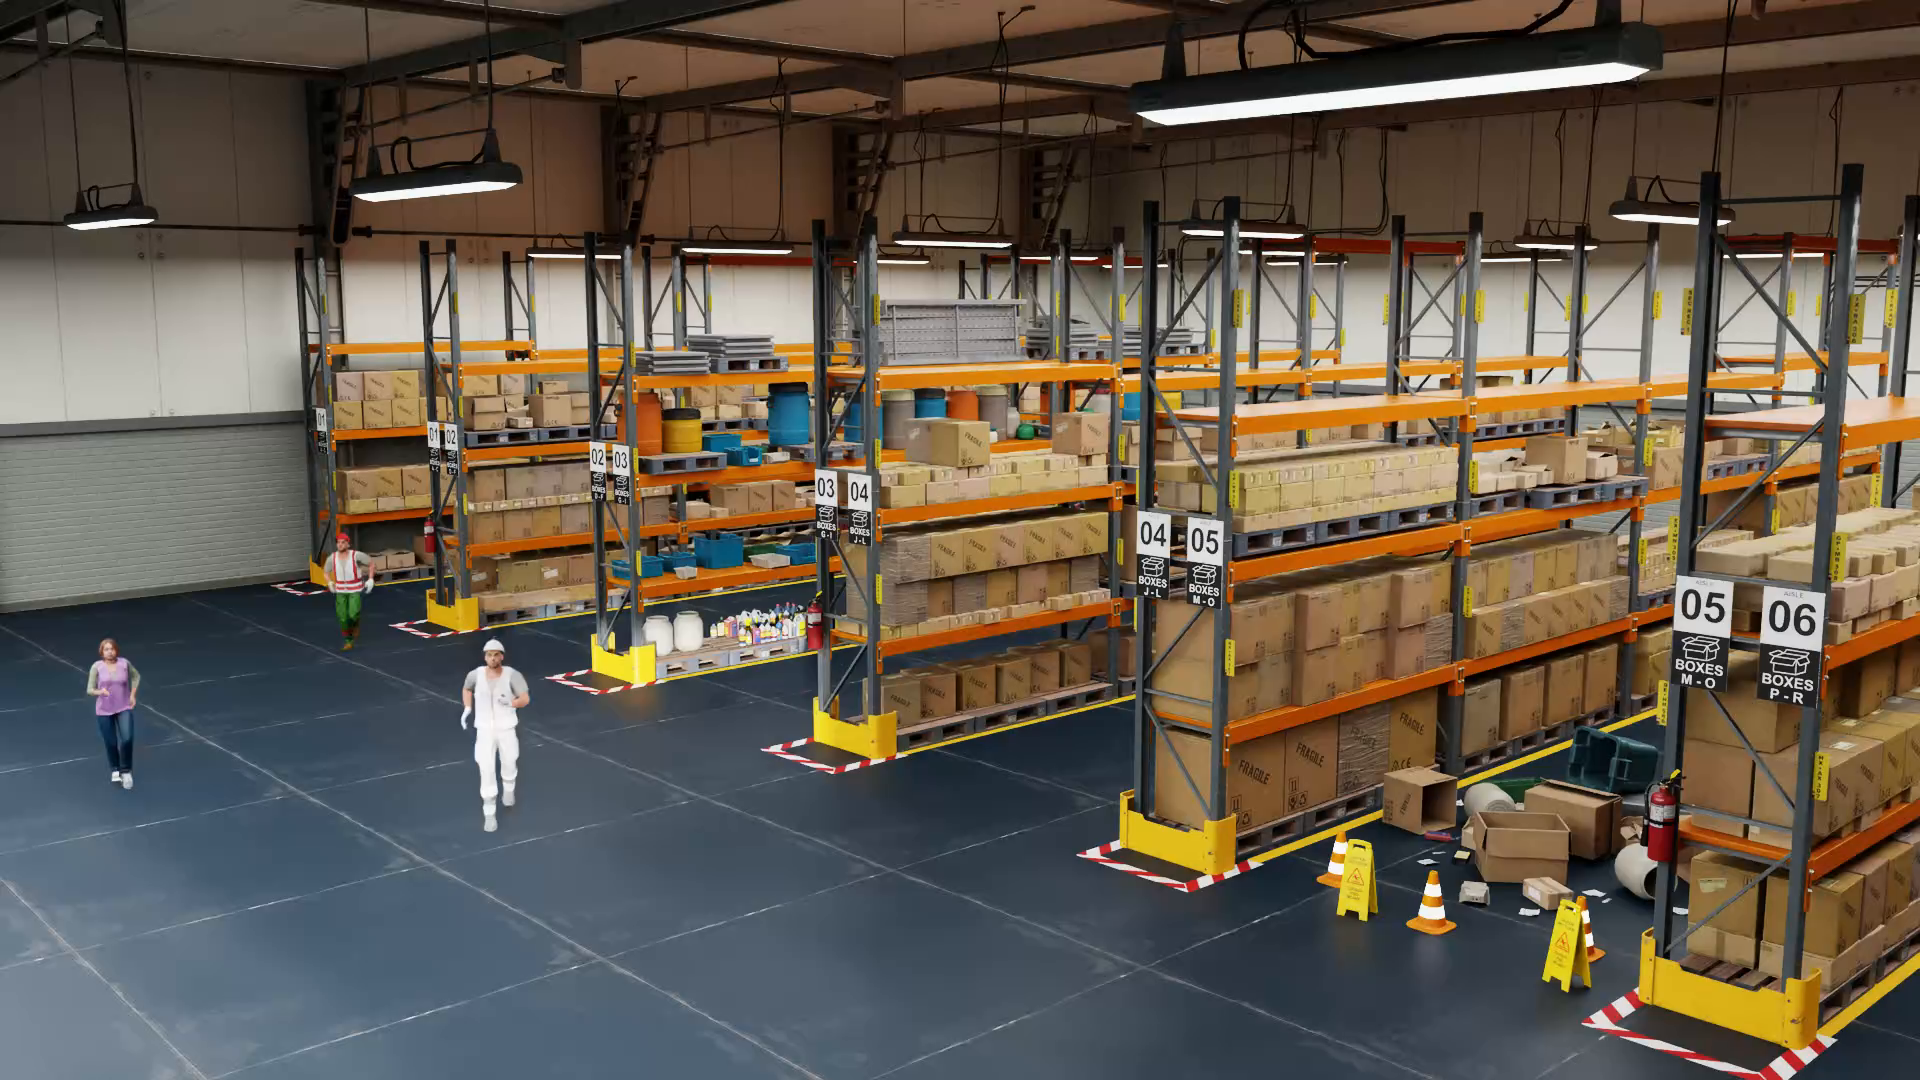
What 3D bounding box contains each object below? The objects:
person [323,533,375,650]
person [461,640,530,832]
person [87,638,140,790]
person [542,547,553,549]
[{"bbox_3d":[-8.917,0.762,24.247,0.696,1.737,0.655,-1,8,-7],"label":"person"},{"bbox_3d":[-4.564,1.863,16.370,0.660,1.787,0.976,-2,9,-12],"label":"person"},{"bbox_3d":[-8.867,1.834,17.469,0.514,1.612,0.635,-4,9,-28],"label":"person"},{"bbox_3d":[-7.176,0.119,29.029,0.567,1.645,0.755,6,10,36],"label":"person"}]
